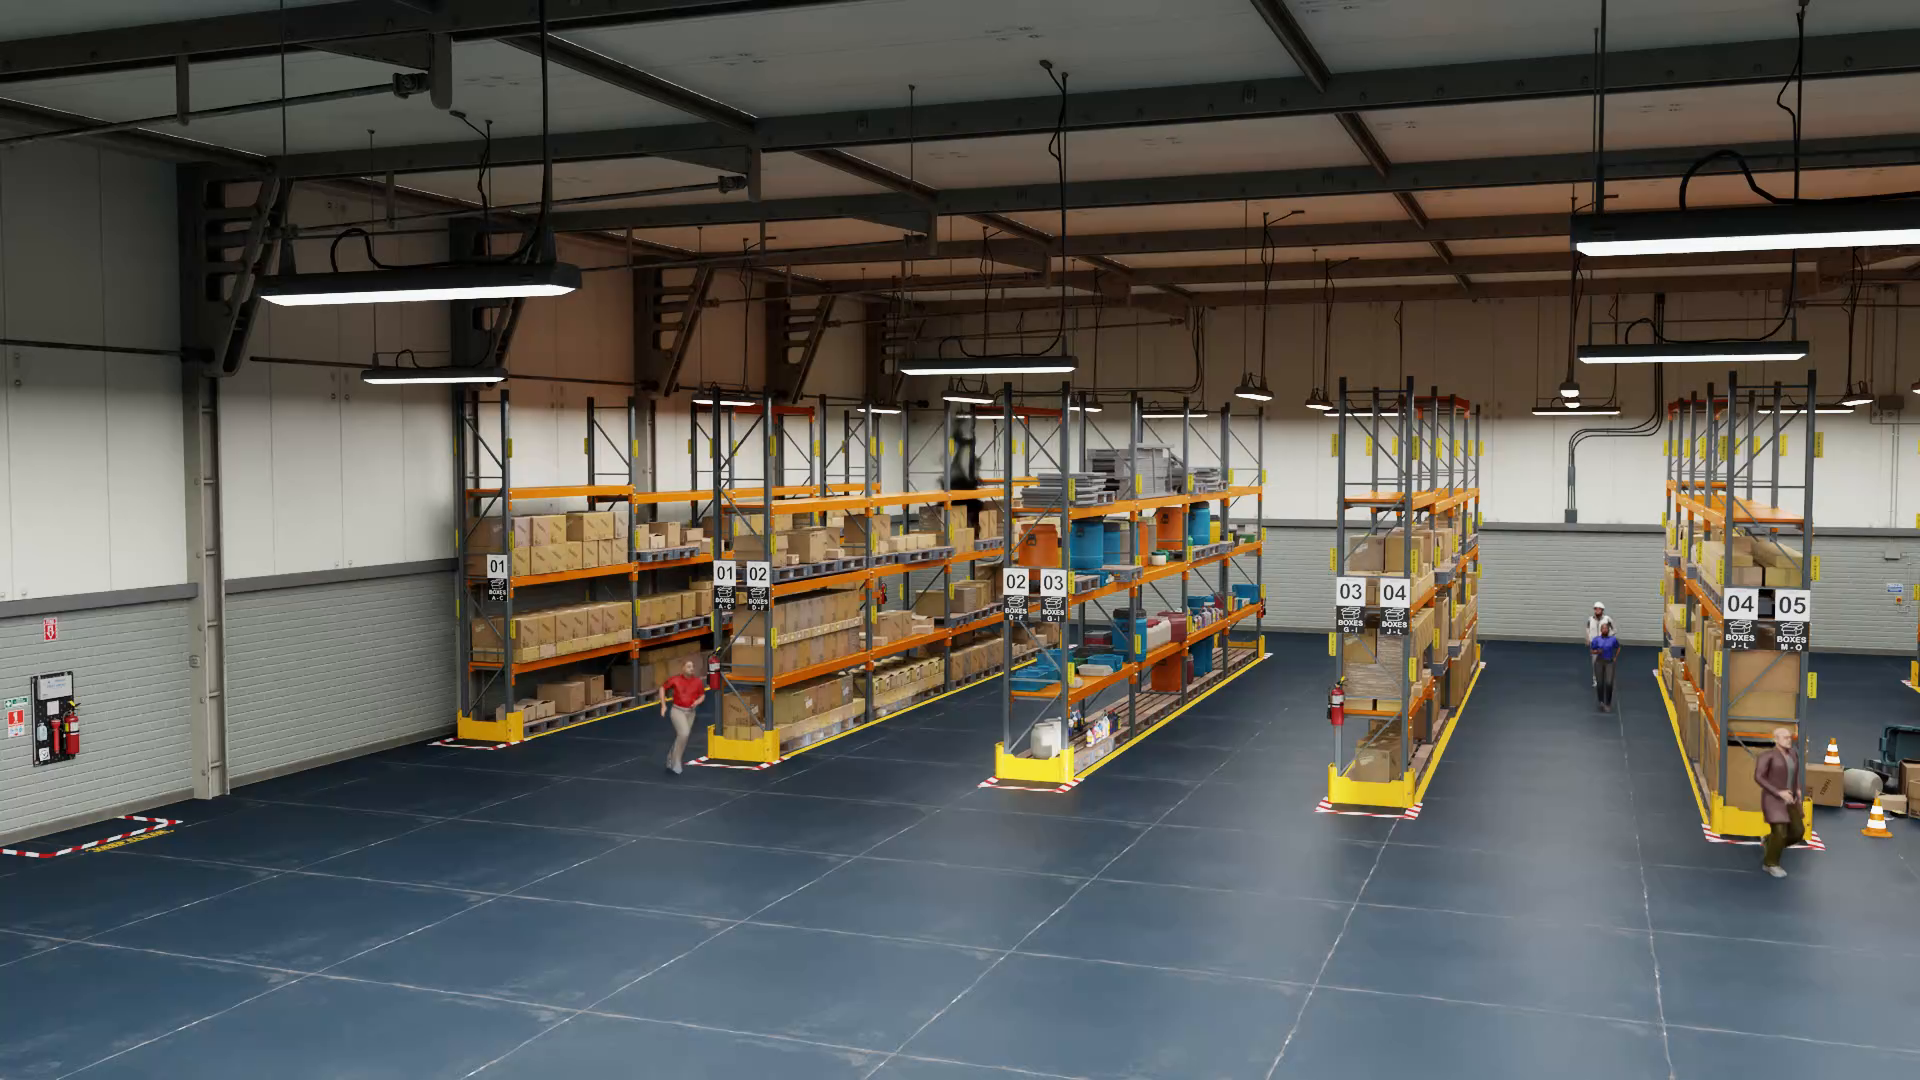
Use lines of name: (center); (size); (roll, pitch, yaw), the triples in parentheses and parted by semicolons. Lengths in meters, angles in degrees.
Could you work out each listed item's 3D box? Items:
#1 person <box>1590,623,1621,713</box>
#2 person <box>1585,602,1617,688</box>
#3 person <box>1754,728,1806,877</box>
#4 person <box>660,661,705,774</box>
person: (12.286, 2.438, 31.682); (0.555, 1.713, 0.702); (1, 3, 22)
person: (13.534, 2.198, 35.110); (0.662, 1.786, 0.771); (2, 4, 32)
person: (9.622, 3.063, 19.495); (0.734, 1.738, 0.659); (-1, 3, -21)
person: (-4.268, 2.730, 25.837); (0.660, 1.698, 0.685); (-2, 4, -36)
